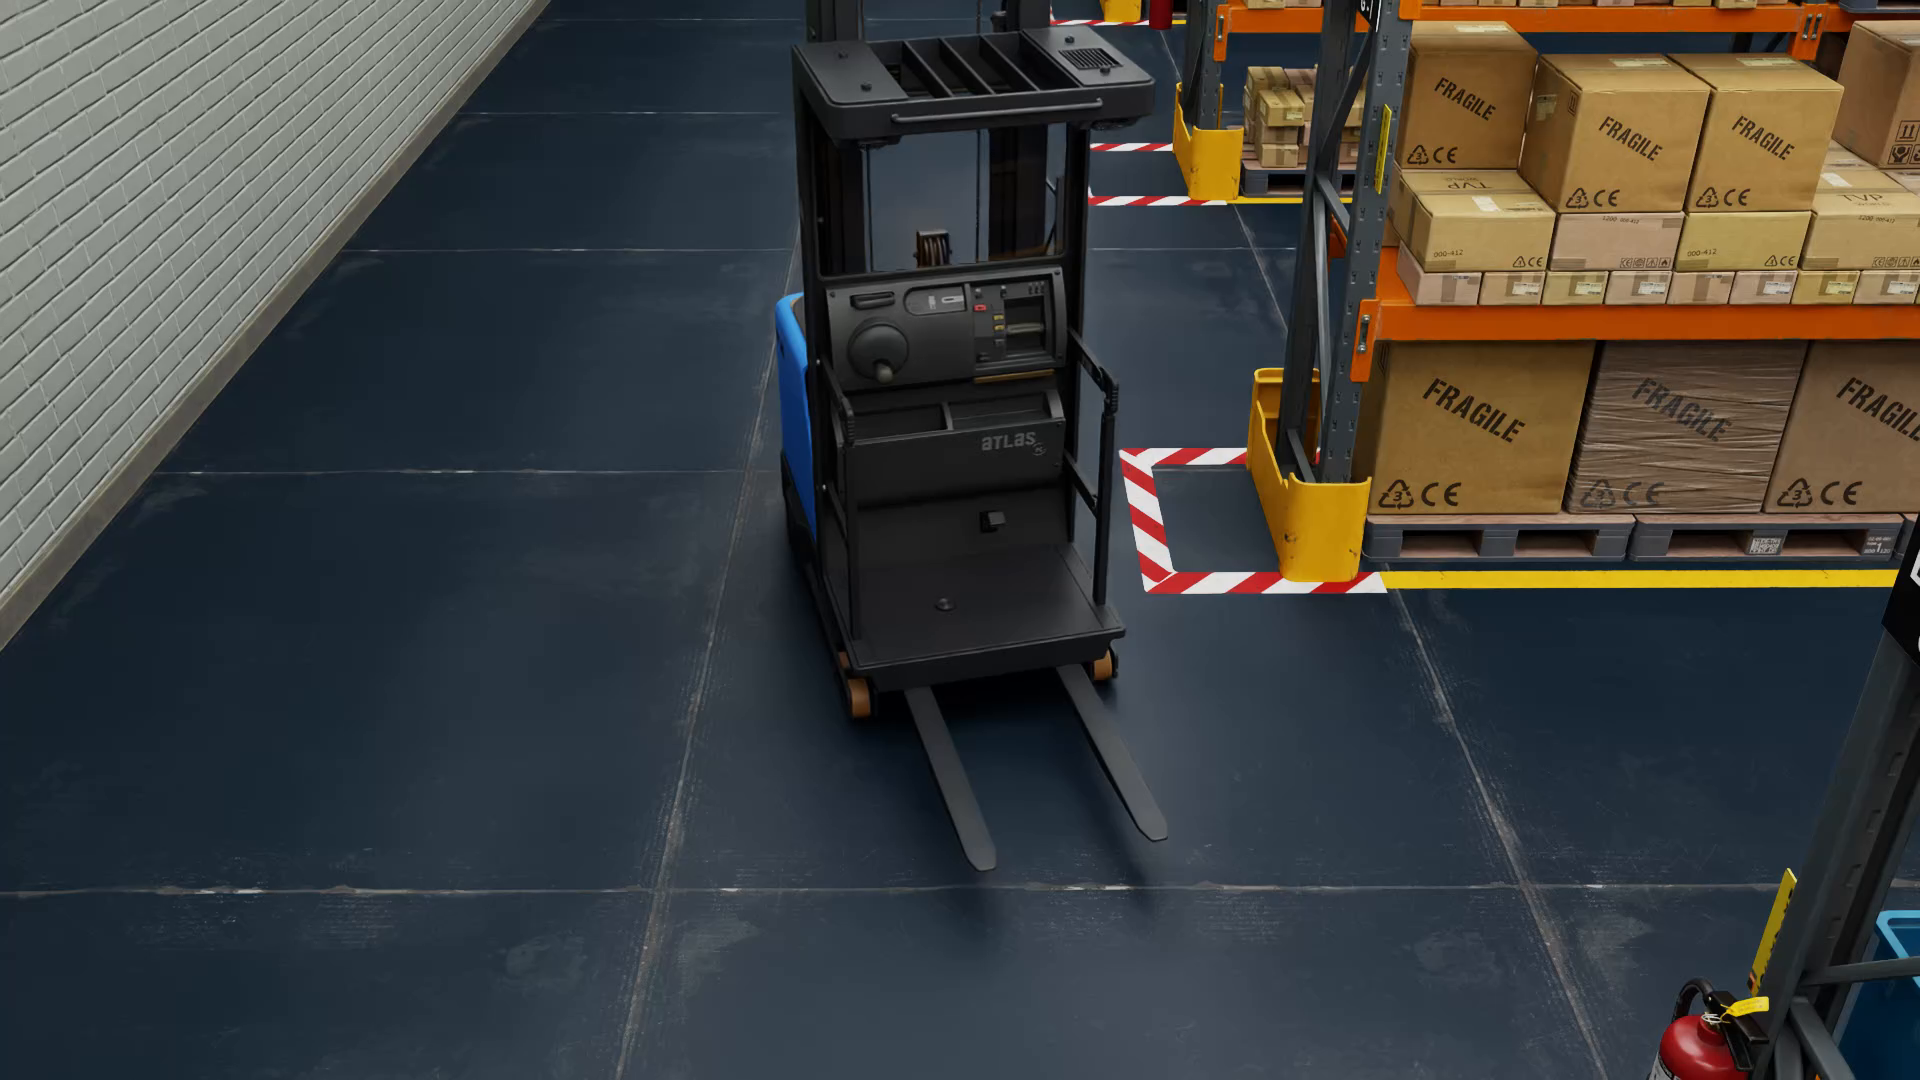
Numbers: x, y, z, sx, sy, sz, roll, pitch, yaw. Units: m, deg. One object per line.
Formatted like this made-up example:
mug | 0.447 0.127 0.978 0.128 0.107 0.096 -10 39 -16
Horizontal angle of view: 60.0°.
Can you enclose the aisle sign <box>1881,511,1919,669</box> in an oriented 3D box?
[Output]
aisle sign | 1.595 -0.091 2.502 0.004 0.787 0.394 0 31 0

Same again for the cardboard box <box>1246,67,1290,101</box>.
cardboard box | 2.237 -3.318 12.097 0.250 0.149 0.380 0 31 0

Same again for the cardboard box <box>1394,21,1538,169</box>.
cardboard box | 2.124 -1.918 7.155 0.500 0.500 0.500 0 31 0

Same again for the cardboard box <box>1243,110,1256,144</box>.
cardboard box | 2.235 -3.040 12.213 0.250 0.149 0.380 0 31 1

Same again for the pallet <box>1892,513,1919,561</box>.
pallet | 4.877 -0.255 7.967 1.213 0.211 1.003 0 31 0

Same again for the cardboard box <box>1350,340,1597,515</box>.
cardboard box | 2.278 -0.712 7.674 0.875 0.875 0.875 0 31 0

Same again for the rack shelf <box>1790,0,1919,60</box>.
rack shelf | 7.709 -3.681 11.619 4.000 0.370 1.077 0 31 0

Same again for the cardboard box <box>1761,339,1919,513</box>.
cardboard box | 4.078 -0.717 7.684 0.875 0.875 0.875 0 31 0

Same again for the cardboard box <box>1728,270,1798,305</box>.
cardboard box | 3.281 -1.125 6.954 0.250 0.149 0.380 0 31 -1

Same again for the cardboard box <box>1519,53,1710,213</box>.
cardboard box | 2.620 -1.644 6.702 0.500 0.500 0.500 -1 31 -1

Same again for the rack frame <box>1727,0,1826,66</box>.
rack frame | 5.709 -3.982 11.422 0.127 3.000 1.000 0 31 0

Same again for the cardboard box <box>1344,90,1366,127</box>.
cardboard box | 2.763 -3.008 11.586 0.250 0.149 0.380 0 31 0

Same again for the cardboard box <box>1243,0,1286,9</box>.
cardboard box | 2.035 -3.694 11.188 0.250 0.149 0.380 0 31 -1

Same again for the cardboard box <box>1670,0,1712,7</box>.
cardboard box | 4.901 -3.726 11.241 0.250 0.149 0.380 1 31 2

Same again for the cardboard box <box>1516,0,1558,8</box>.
cardboard box | 3.862 -3.711 11.216 0.250 0.149 0.380 0 31 1

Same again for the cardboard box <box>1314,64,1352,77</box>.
cardboard box | 2.747 -3.356 12.159 0.250 0.149 0.380 -1 31 -1

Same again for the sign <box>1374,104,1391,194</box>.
sign | 1.636 -1.513 6.441 0.005 0.325 0.100 0 31 0

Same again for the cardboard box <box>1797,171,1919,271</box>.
cardboard box | 3.664 -1.330 6.909 0.500 0.250 0.500 -1 31 -1

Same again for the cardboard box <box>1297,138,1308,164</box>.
cardboard box | 2.497 -2.810 11.832 0.250 0.149 0.380 0 31 0

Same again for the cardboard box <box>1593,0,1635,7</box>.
cardboard box | 4.371 -3.721 11.234 0.250 0.149 0.380 -1 31 -2

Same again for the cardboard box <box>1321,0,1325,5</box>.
cardboard box | 2.559 -3.689 11.180 0.250 0.149 0.380 -1 31 -2

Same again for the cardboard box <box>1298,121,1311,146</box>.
cardboard box | 2.509 -2.898 11.691 0.250 0.149 0.380 0 31 -1

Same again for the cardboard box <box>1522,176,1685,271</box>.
cardboard box | 2.640 -1.326 6.902 0.500 0.250 0.500 -1 31 -1

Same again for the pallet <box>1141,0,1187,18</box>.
pallet | 2.378 -5.388 16.427 1.213 0.211 1.003 0 31 0

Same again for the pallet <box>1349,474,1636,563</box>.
pallet | 2.437 -0.248 7.955 1.213 0.211 1.003 0 31 0

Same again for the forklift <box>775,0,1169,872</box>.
forklift | 0.010 -0.767 6.189 1.130 2.935 3.031 -8 32 -12

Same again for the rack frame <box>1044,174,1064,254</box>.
rack frame | 0.411 -1.139 8.179 0.032 1.500 0.500 -6 32 -10

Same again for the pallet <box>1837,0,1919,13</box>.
pallet | 6.475 -3.827 11.351 1.213 0.211 1.003 0 31 0

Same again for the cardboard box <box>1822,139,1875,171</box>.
cardboard box | 3.658 -1.606 7.363 0.500 0.250 0.500 0 31 0

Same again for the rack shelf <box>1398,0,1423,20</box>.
rack shelf | 3.638 -2.378 6.579 4.000 0.370 1.077 0 31 0

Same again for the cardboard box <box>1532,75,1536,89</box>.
cardboard box | 4.048 -3.293 12.055 0.250 0.149 0.380 -1 31 -2

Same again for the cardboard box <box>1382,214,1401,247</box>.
cardboard box | 1.993 -1.461 7.509 0.250 0.149 0.380 0 31 1

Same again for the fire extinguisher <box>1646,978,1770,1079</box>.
fire extinguisher | 1.515 1.130 3.431 0.183 0.674 0.296 0 31 0

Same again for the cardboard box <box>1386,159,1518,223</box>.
cardboard box | 2.121 -1.599 7.352 0.500 0.250 0.500 -1 31 -1

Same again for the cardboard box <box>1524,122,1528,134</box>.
cardboard box | 4.084 -2.936 11.754 0.250 0.149 0.380 -2 31 -3

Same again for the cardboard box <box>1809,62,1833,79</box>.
cardboard box | 6.448 -3.226 12.181 0.500 0.500 0.500 -1 31 -1

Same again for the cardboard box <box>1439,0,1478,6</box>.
cardboard box | 3.336 -3.735 11.256 0.250 0.149 0.380 -1 31 -1

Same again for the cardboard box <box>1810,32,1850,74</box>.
cardboard box | 6.453 -3.547 11.987 0.500 0.250 0.500 -1 31 -2

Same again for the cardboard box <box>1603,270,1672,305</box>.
cardboard box | 2.769 -1.123 6.952 0.250 0.149 0.380 -1 31 -1

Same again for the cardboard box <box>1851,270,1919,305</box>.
cardboard box | 3.796 -1.127 6.957 0.250 0.149 0.380 0 31 1

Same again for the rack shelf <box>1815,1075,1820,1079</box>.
rack shelf | 3.668 1.474 3.123 4.000 0.370 1.077 0 31 0

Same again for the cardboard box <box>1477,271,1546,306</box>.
cardboard box | 2.252 -1.121 6.948 0.250 0.149 0.380 -1 31 -1

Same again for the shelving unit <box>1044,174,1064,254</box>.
shelving unit | -0.088 -1.086 8.093 1.048 1.500 0.538 -6 32 -10

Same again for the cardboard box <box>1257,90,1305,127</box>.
cardboard box | 2.236 -3.010 11.590 0.250 0.149 0.380 -2 31 -3

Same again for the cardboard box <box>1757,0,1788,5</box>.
cardboard box | 5.425 -3.753 11.286 0.250 0.149 0.380 -1 31 -1

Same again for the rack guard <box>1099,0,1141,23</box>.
rack guard | 1.555 -5.469 16.281 0.348 0.500 1.175 0 31 0
